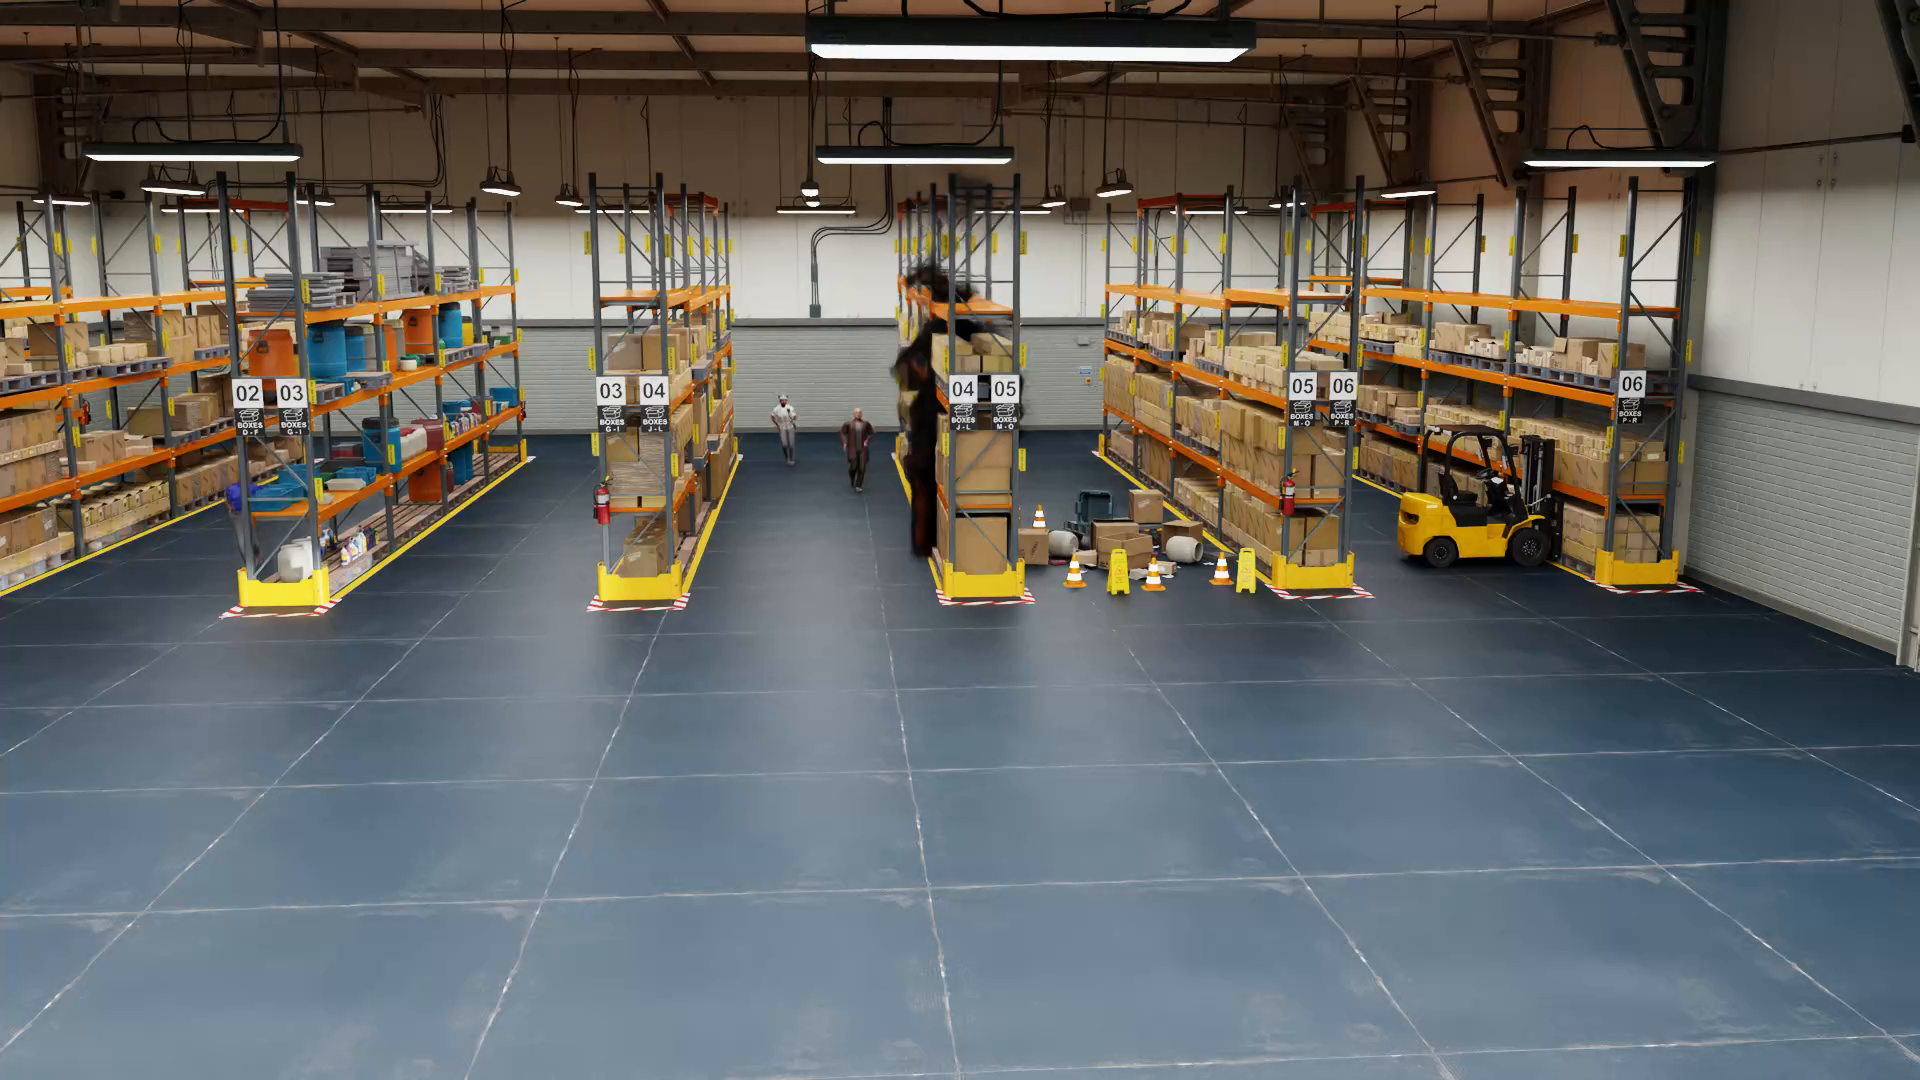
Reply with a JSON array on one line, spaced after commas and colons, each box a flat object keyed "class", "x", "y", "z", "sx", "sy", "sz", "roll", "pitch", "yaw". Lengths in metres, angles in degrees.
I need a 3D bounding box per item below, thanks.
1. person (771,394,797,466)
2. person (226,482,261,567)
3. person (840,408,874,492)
[{"class": "person", "x": -4.025, "y": -2.526, "z": 38.239, "sx": 0.585, "sy": 1.680, "sz": 0.635, "roll": -2, "pitch": 10, "yaw": -12}, {"class": "person", "x": -11.121, "y": -0.218, "z": 25.874, "sx": 0.535, "sy": 1.404, "sz": 0.501, "roll": -2, "pitch": 10, "yaw": -11}, {"class": "person", "x": -2.100, "y": -1.848, "z": 34.193, "sx": 0.708, "sy": 1.730, "sz": 0.635, "roll": -2, "pitch": 10, "yaw": -11}]
